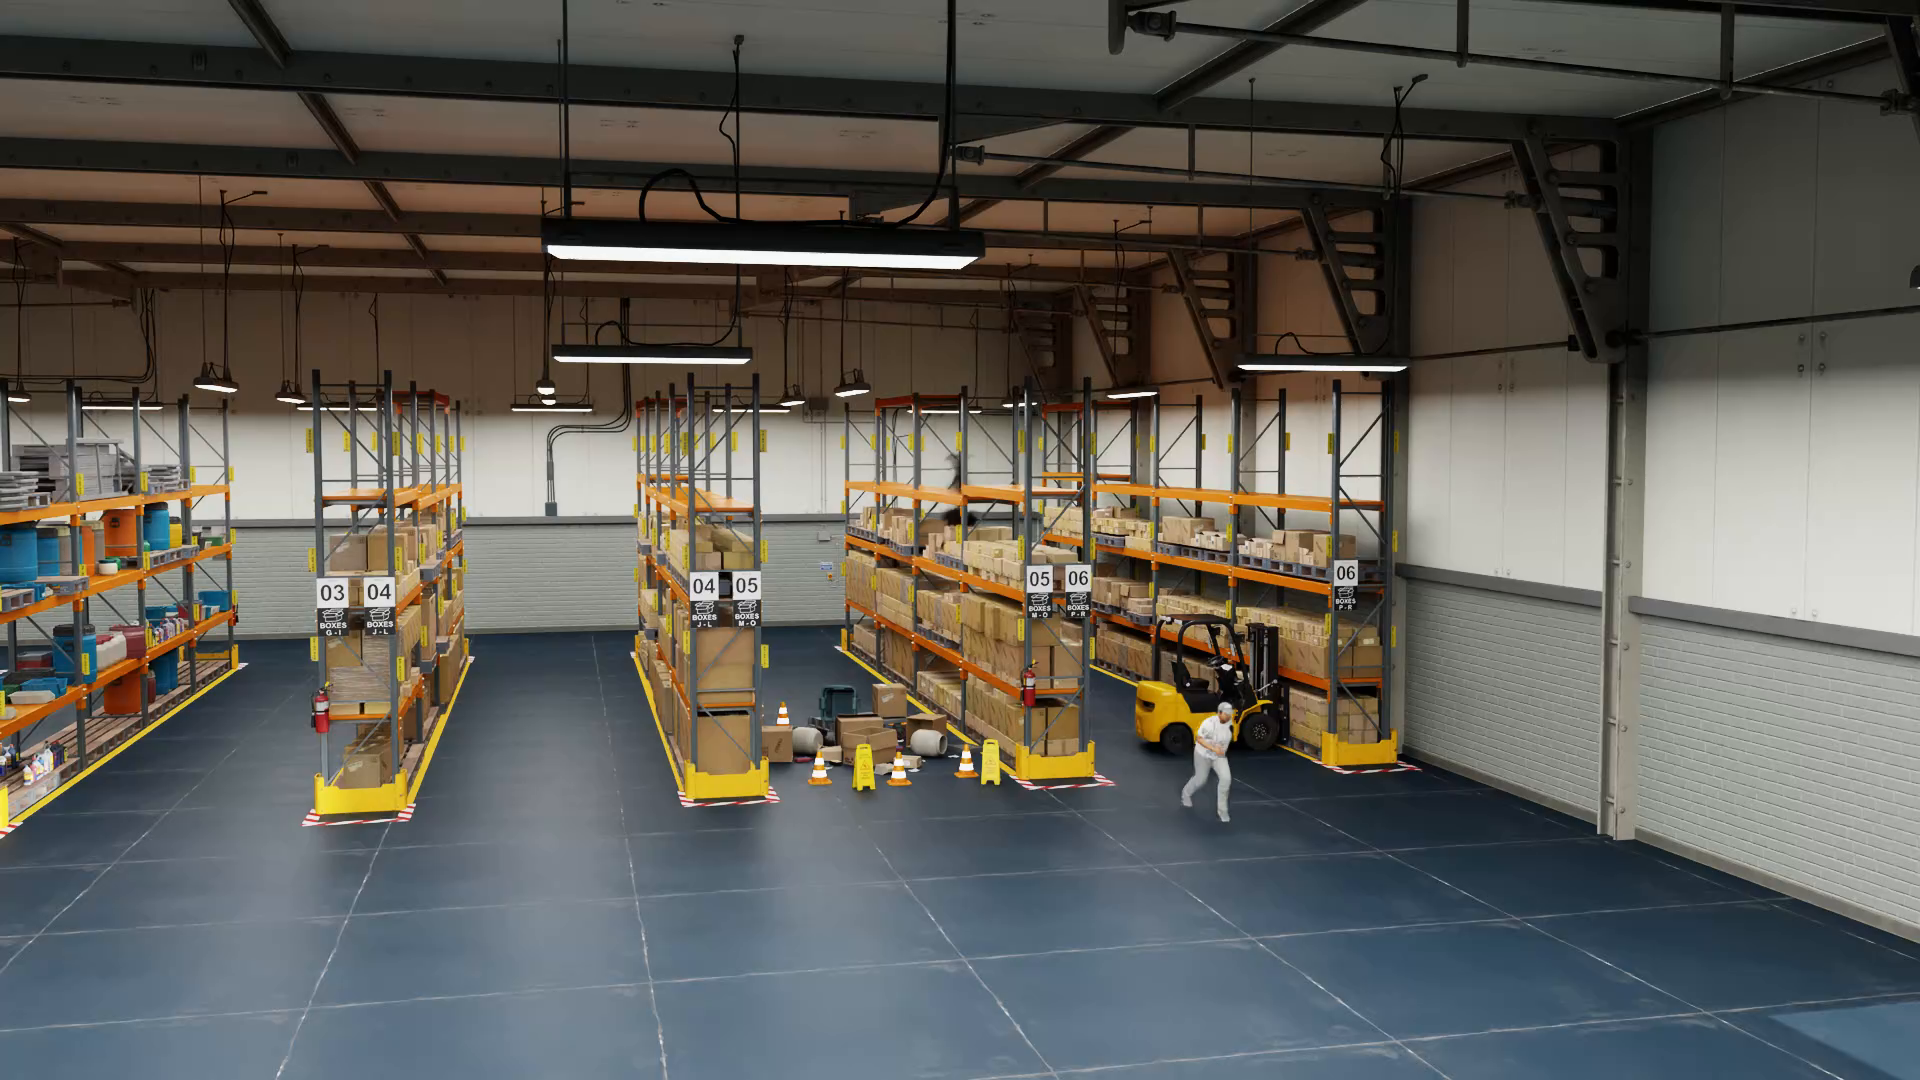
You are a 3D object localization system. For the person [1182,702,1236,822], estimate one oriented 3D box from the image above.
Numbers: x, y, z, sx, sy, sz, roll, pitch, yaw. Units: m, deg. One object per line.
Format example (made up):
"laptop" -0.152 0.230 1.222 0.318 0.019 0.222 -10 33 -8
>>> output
"person" 3.356 2.944 22.393 0.646 1.628 1.034 -2 4 -32
